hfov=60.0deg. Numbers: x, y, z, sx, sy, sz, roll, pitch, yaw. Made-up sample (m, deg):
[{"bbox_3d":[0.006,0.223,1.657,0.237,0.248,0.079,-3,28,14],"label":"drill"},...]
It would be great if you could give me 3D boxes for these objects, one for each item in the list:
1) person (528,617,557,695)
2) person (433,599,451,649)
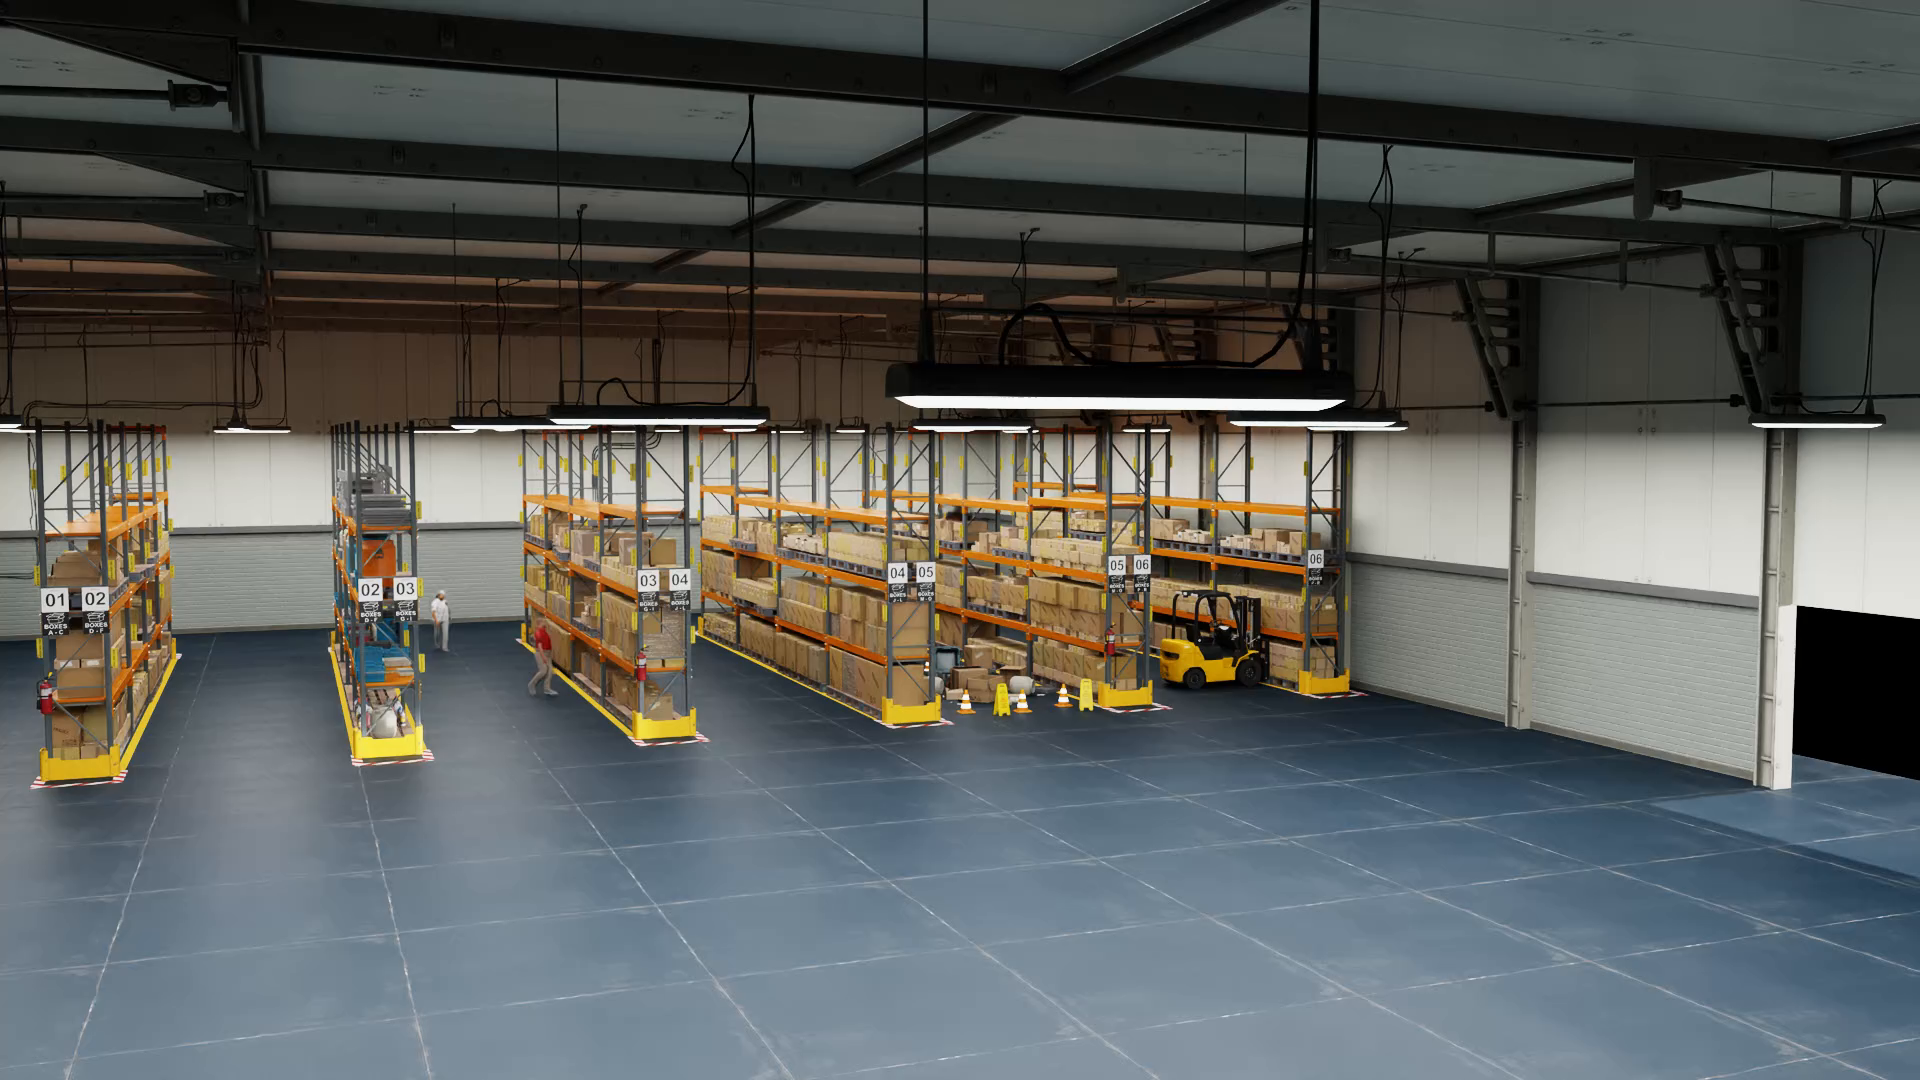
[{"bbox_3d":[-9.270,2.580,36.912,0.612,1.738,0.587,1,4,10],"label":"person"},{"bbox_3d":[-13.805,2.234,44.306,0.461,1.339,0.760,-1,4,-18],"label":"person"}]
